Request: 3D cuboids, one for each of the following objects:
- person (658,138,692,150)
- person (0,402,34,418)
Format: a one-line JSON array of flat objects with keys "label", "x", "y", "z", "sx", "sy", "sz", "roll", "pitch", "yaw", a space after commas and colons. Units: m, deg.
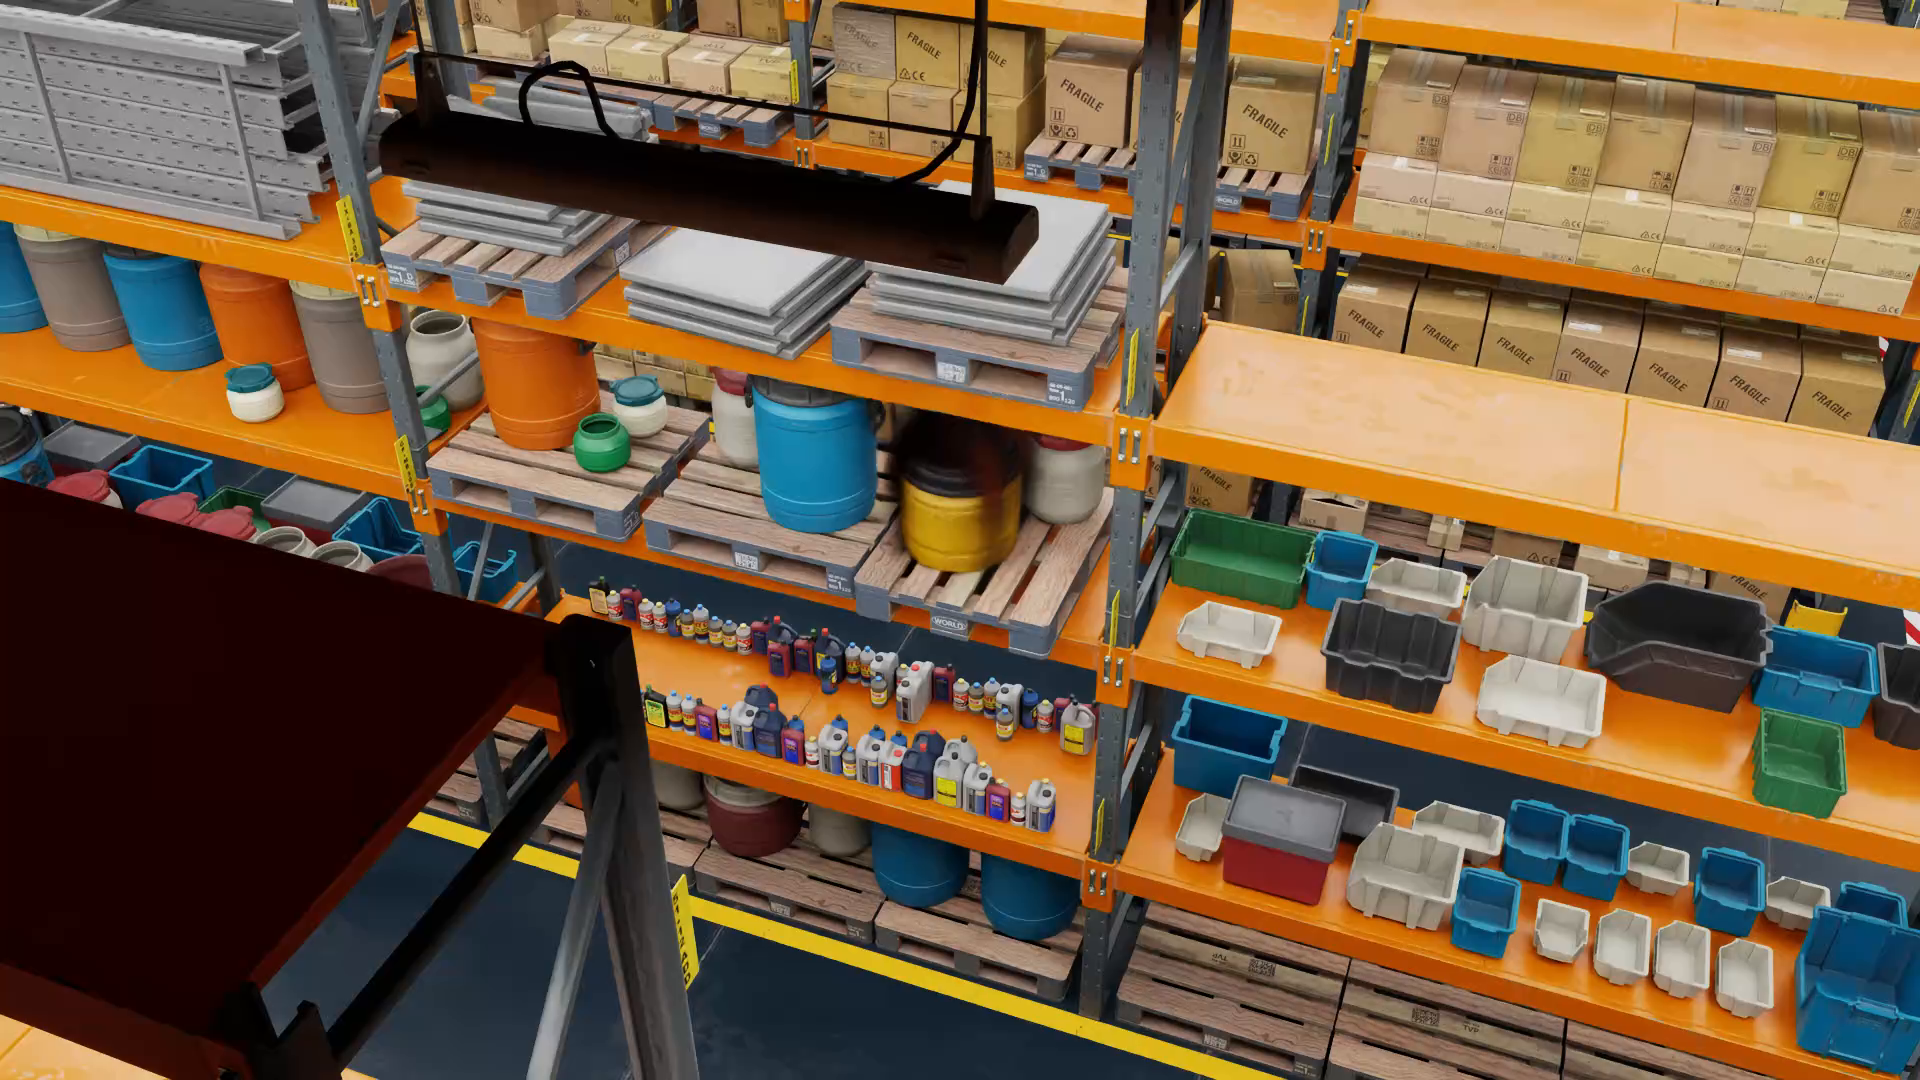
[{"label": "person", "x": -3.058, "y": -3.981, "z": 17.306, "sx": 0.655, "sy": 1.800, "sz": 0.573, "roll": 22, "pitch": 42, "yaw": 27}, {"label": "person", "x": -8.556, "y": -1.816, "z": 14.500, "sx": 0.515, "sy": 1.734, "sz": 0.354, "roll": 4, "pitch": 37, "yaw": 6}]
